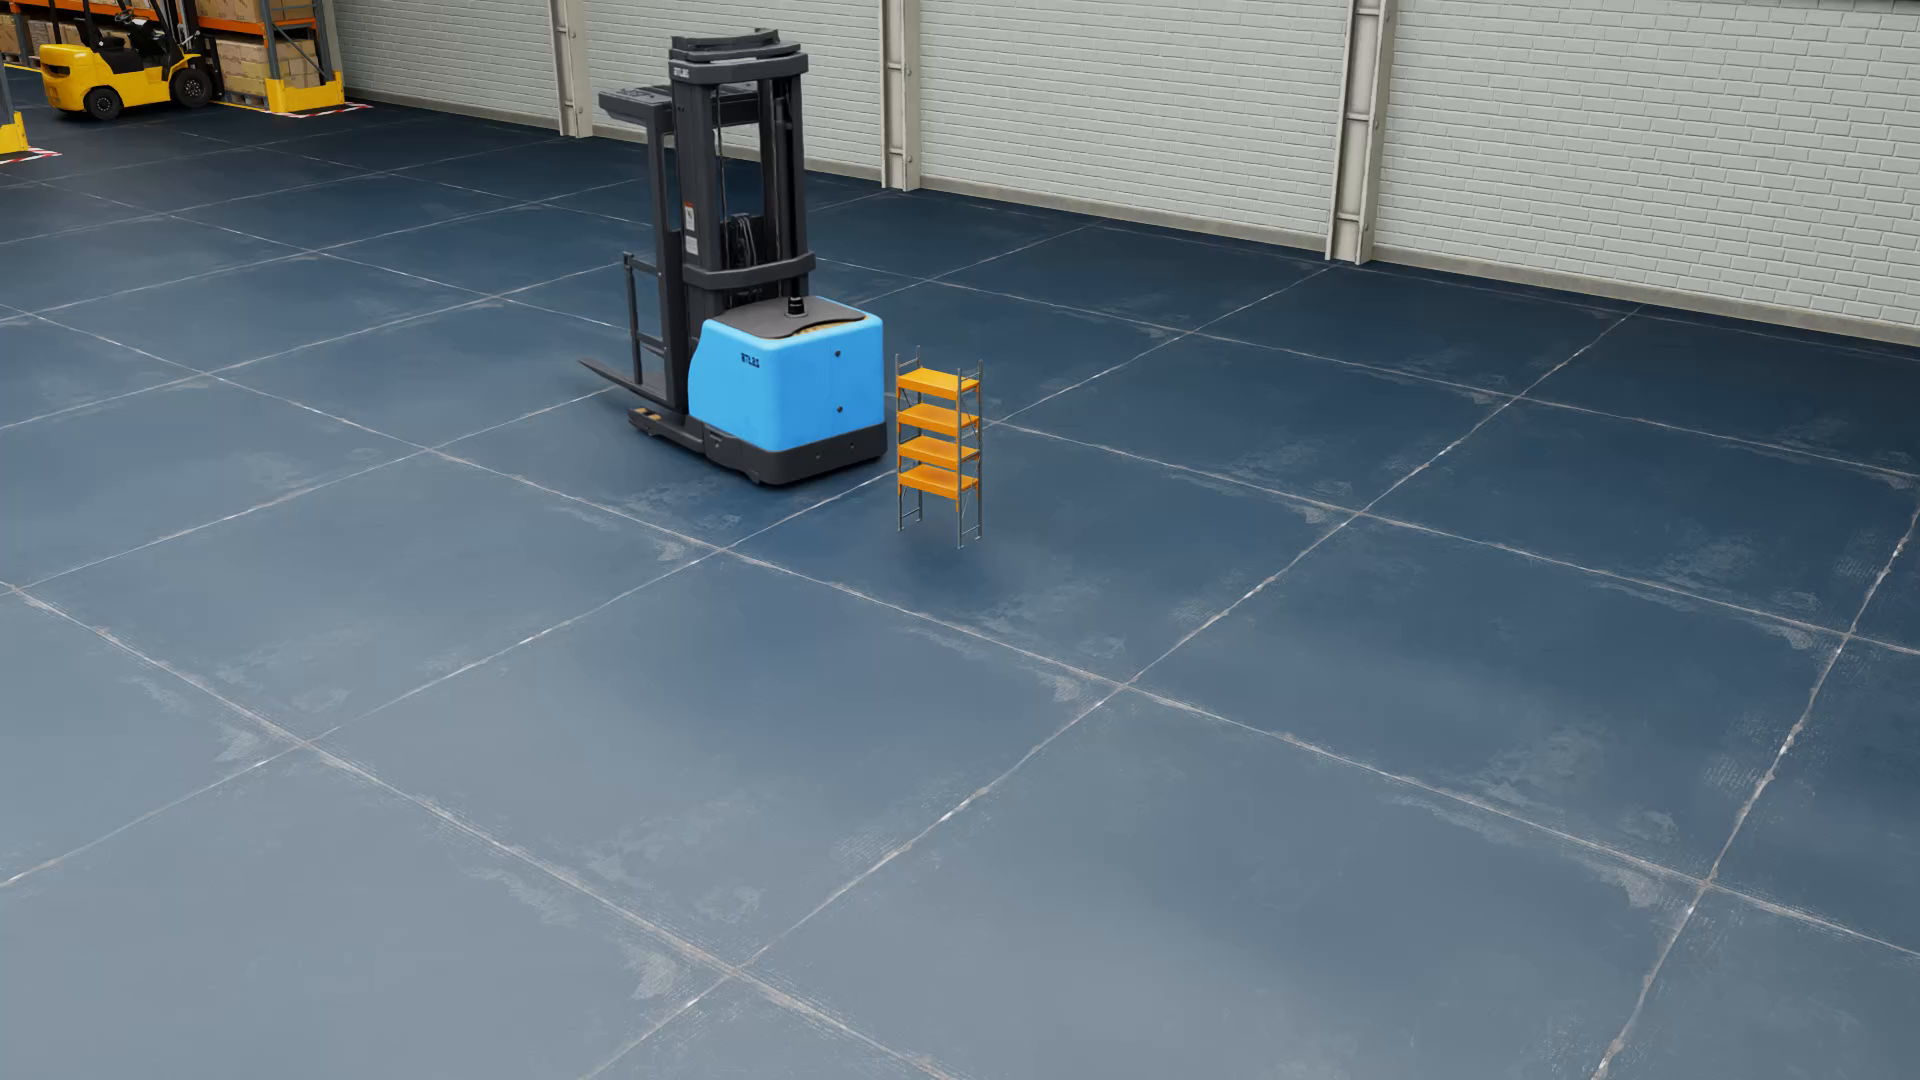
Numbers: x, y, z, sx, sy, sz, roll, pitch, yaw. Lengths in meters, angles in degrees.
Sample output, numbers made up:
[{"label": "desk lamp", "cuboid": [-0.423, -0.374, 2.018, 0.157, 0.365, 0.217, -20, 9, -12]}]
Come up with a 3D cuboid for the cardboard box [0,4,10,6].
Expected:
[{"label": "cardboard box", "cuboid": [-18.387, -10.165, 31.874, 0.250, 0.149, 0.380, 17, 29, 34]}]

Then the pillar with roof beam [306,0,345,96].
[{"label": "pillar with roof beam", "cuboid": [-12.912, -10.028, 22.350, 0.400, 9.000, 9.100, 17, 29, 33]}]

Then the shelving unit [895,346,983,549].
[{"label": "shelving unit", "cuboid": [-0.132, -0.589, 10.599, 0.503, 1.200, 0.258, 17, 29, 33]}]

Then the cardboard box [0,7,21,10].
[{"label": "cardboard box", "cuboid": [-18.013, -10.015, 31.534, 0.250, 0.149, 0.380, 17, 29, 34]}]

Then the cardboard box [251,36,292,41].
[{"label": "cardboard box", "cuboid": [-10.987, -7.901, 26.612, 0.500, 0.250, 0.500, 17, 29, 33]}]

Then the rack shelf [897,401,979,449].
[{"label": "rack shelf", "cuboid": [-0.132, -0.732, 10.536, 0.480, 0.148, 0.258, 17, 29, 33]}]

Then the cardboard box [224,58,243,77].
[{"label": "cardboard box", "cuboid": [-11.286, -7.517, 26.360, 0.500, 0.250, 0.500, 16, 29, 33]}]

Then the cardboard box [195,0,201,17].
[{"label": "cardboard box", "cuboid": [-12.094, -8.663, 26.568, 0.500, 0.500, 0.500, 17, 29, 34]}]

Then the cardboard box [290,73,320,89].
[{"label": "cardboard box", "cuboid": [-10.590, -7.329, 26.552, 0.500, 0.250, 0.500, 17, 29, 34]}]

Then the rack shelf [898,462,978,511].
[{"label": "rack shelf", "cuboid": [-0.132, -0.346, 10.706, 0.480, 0.148, 0.258, 17, 29, 33]}]

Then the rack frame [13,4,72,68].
[{"label": "rack frame", "cuboid": [-16.715, -10.147, 30.061, 0.127, 3.000, 1.000, 17, 29, 33]}]

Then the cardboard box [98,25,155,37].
[{"label": "cardboard box", "cuboid": [-14.555, -8.598, 28.969, 0.625, 0.625, 0.875, 16, 29, 33]}]

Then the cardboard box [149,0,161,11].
[{"label": "cardboard box", "cuboid": [-12.889, -8.914, 27.137, 0.500, 0.500, 0.500, 17, 29, 34]}]

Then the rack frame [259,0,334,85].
[{"label": "rack frame", "cuboid": [-10.314, -8.213, 25.670, 0.127, 3.000, 1.000, 17, 29, 33]}]

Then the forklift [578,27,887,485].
[{"label": "forklift", "cuboid": [-1.871, -2.238, 12.193, 1.130, 2.935, 3.031, -19, 30, -37]}]

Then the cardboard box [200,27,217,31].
[{"label": "cardboard box", "cuboid": [-12.590, -8.397, 27.738, 0.500, 0.250, 0.500, 16, 29, 33]}]

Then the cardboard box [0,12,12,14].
[{"label": "cardboard box", "cuboid": [-17.684, -9.664, 30.739, 0.250, 0.149, 0.380, 16, 28, 32]}]

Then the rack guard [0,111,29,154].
[{"label": "rack guard", "cuboid": [-13.349, -5.485, 22.579, 0.348, 0.500, 1.175, 17, 29, 33]}]

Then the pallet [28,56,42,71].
[{"label": "pallet", "cuboid": [-16.080, -8.660, 30.142, 1.213, 0.211, 1.003, 17, 29, 33]}]

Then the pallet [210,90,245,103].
[{"label": "pallet", "cuboid": [-11.923, -7.404, 27.291, 1.213, 0.211, 1.003, 17, 29, 33]}]

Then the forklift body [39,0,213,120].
[{"label": "forklift body", "cuboid": [-12.925, -7.694, 25.546, 1.214, 2.155, 2.313, 17, 29, 33]}]

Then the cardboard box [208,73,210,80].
[{"label": "cardboard box", "cuboid": [-12.096, -7.524, 26.996, 0.500, 0.250, 0.500, 18, 29, 35]}]

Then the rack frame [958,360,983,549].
[{"label": "rack frame", "cuboid": [0.063, -0.530, 10.465, 0.015, 1.200, 0.240, 17, 29, 33]}]

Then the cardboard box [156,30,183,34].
[{"label": "cardboard box", "cuboid": [-12.913, -8.227, 27.350, 0.500, 0.250, 0.500, 17, 29, 33]}]

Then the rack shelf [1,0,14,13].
[{"label": "rack shelf", "cuboid": [-18.316, -10.302, 31.303, 4.000, 0.370, 1.077, 17, 29, 33]}]

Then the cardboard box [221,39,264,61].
[{"label": "cardboard box", "cuboid": [-11.282, -7.737, 26.238, 0.500, 0.250, 0.500, 17, 29, 34]}]

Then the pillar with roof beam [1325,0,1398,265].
[{"label": "pillar with roof beam", "cuboid": [1.491, -5.676, 12.471, 0.400, 9.000, 9.100, 17, 29, 33]}]

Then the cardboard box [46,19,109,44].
[{"label": "cardboard box", "cuboid": [-15.697, -8.942, 29.750, 0.625, 0.625, 0.875, 18, 29, 35]}]

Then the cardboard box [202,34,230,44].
[{"label": "cardboard box", "cuboid": [-12.092, -7.980, 26.792, 0.500, 0.250, 0.500, 16, 28, 32]}]

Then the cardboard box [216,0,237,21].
[{"label": "cardboard box", "cuboid": [-11.275, -8.421, 26.019, 0.500, 0.500, 0.500, 18, 29, 35]}]

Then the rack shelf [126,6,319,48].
[{"label": "rack shelf", "cuboid": [-11.914, -8.367, 26.913, 4.000, 0.370, 1.077, 17, 29, 33]}]

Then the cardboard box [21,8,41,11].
[{"label": "cardboard box", "cuboid": [-17.551, -9.922, 31.324, 0.250, 0.149, 0.380, 15, 28, 31]}]

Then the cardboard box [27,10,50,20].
[{"label": "cardboard box", "cuboid": [-17.142, -9.792, 31.029, 0.250, 0.149, 0.380, 18, 29, 35]}]

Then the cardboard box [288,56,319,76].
[{"label": "cardboard box", "cuboid": [-10.566, -7.556, 26.449, 0.500, 0.250, 0.500, 17, 29, 34]}]

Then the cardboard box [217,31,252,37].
[{"label": "cardboard box", "cuboid": [-11.787, -8.152, 27.181, 0.500, 0.250, 0.500, 16, 28, 32]}]

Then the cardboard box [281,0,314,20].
[{"label": "cardboard box", "cuboid": [-10.544, -8.468, 26.125, 0.500, 0.500, 0.500, 18, 29, 35]}]

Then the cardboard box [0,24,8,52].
[{"label": "cardboard box", "cuboid": [-17.577, -9.353, 30.837, 0.500, 0.500, 0.500, 16, 29, 33]}]

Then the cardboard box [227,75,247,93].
[{"label": "cardboard box", "cuboid": [-11.272, -7.282, 26.446, 0.500, 0.250, 0.500, 17, 29, 33]}]

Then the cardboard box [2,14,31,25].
[{"label": "cardboard box", "cuboid": [-17.262, -9.530, 30.435, 0.250, 0.149, 0.380, 15, 28, 31]}]

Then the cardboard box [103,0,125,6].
[{"label": "cardboard box", "cuboid": [-14.075, -9.149, 27.981, 0.500, 0.250, 0.500, 18, 29, 34]}]
